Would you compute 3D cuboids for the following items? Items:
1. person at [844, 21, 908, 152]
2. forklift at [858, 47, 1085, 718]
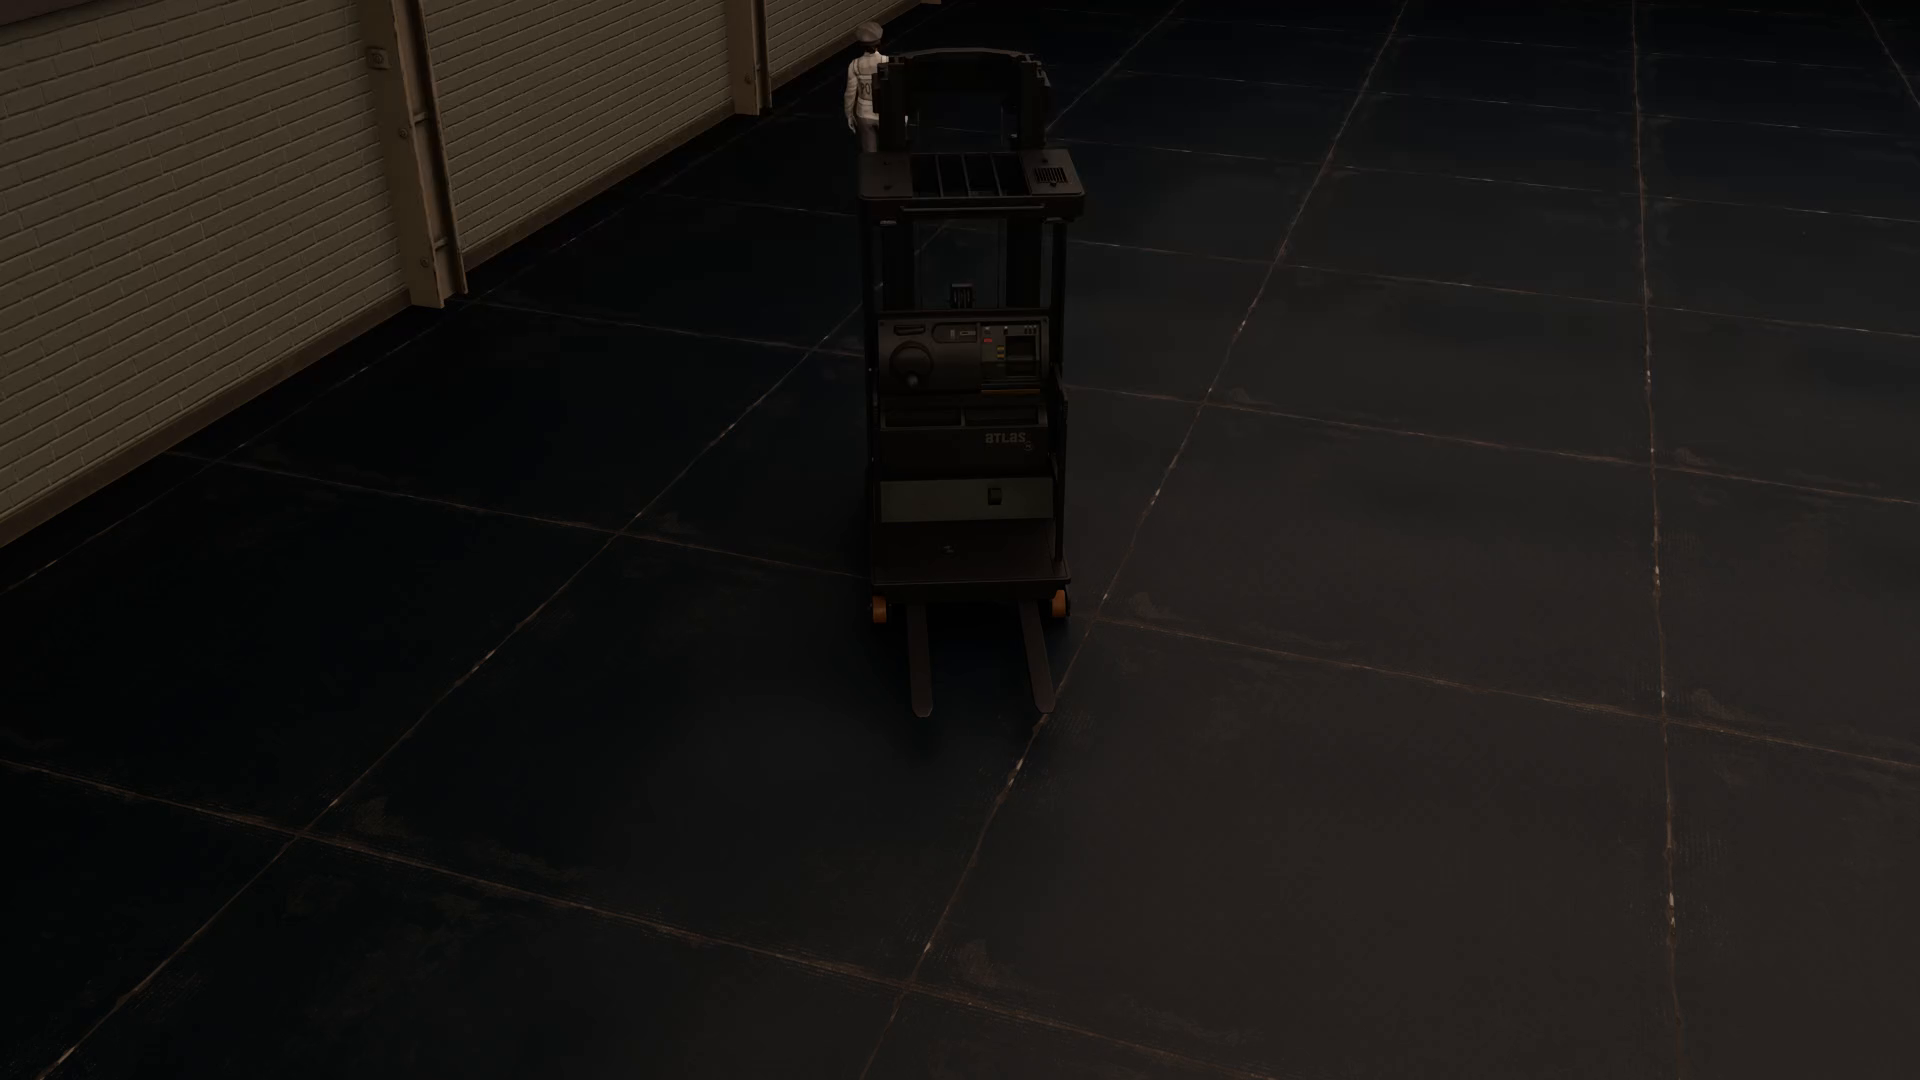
[{"bbox_3d":[-0.754,-3.880,15.176,0.587,1.694,0.530,2,30,4],"label":"person"},{"bbox_3d":[0.035,-0.972,8.842,1.130,2.935,3.031,-2,30,-3],"label":"forklift"}]
